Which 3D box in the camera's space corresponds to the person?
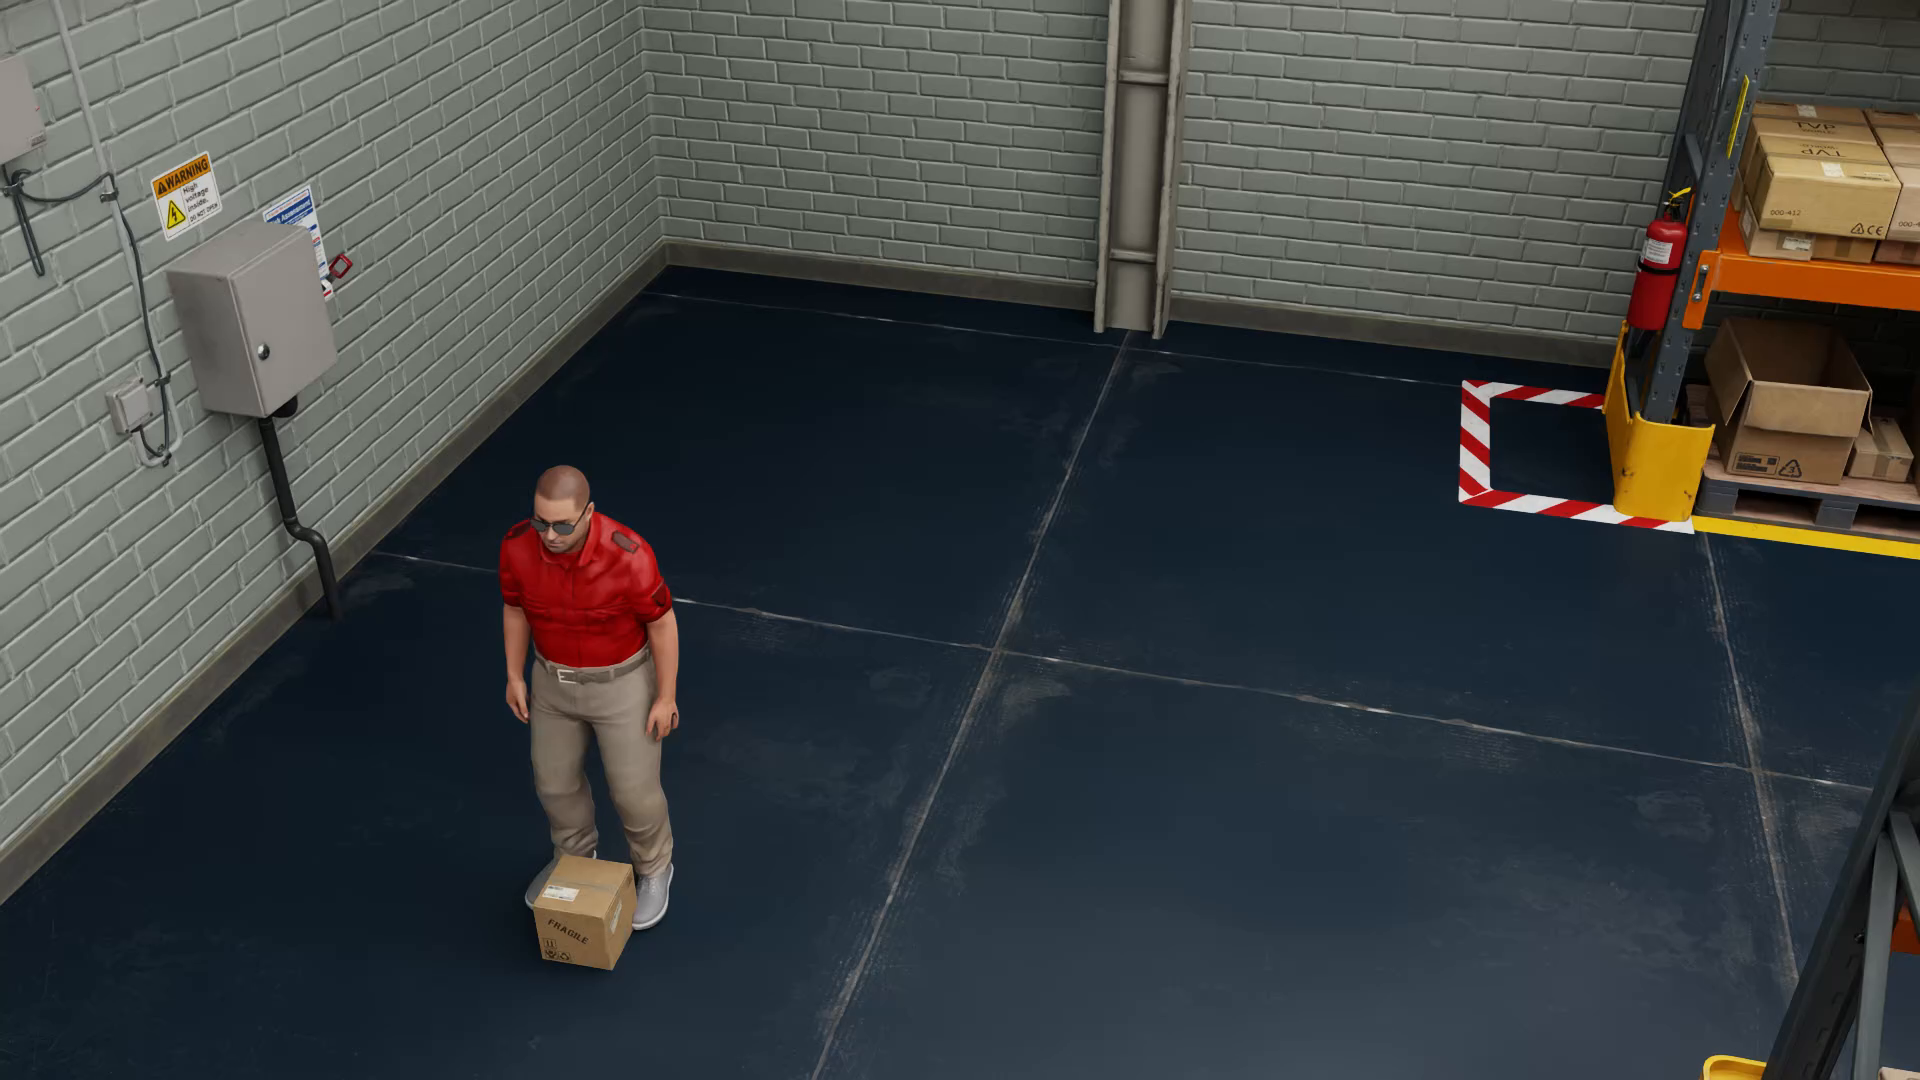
[{"bbox_3d":[-1.196,0.491,5.386,0.594,1.725,0.402,6,33,10],"label":"person"}]
